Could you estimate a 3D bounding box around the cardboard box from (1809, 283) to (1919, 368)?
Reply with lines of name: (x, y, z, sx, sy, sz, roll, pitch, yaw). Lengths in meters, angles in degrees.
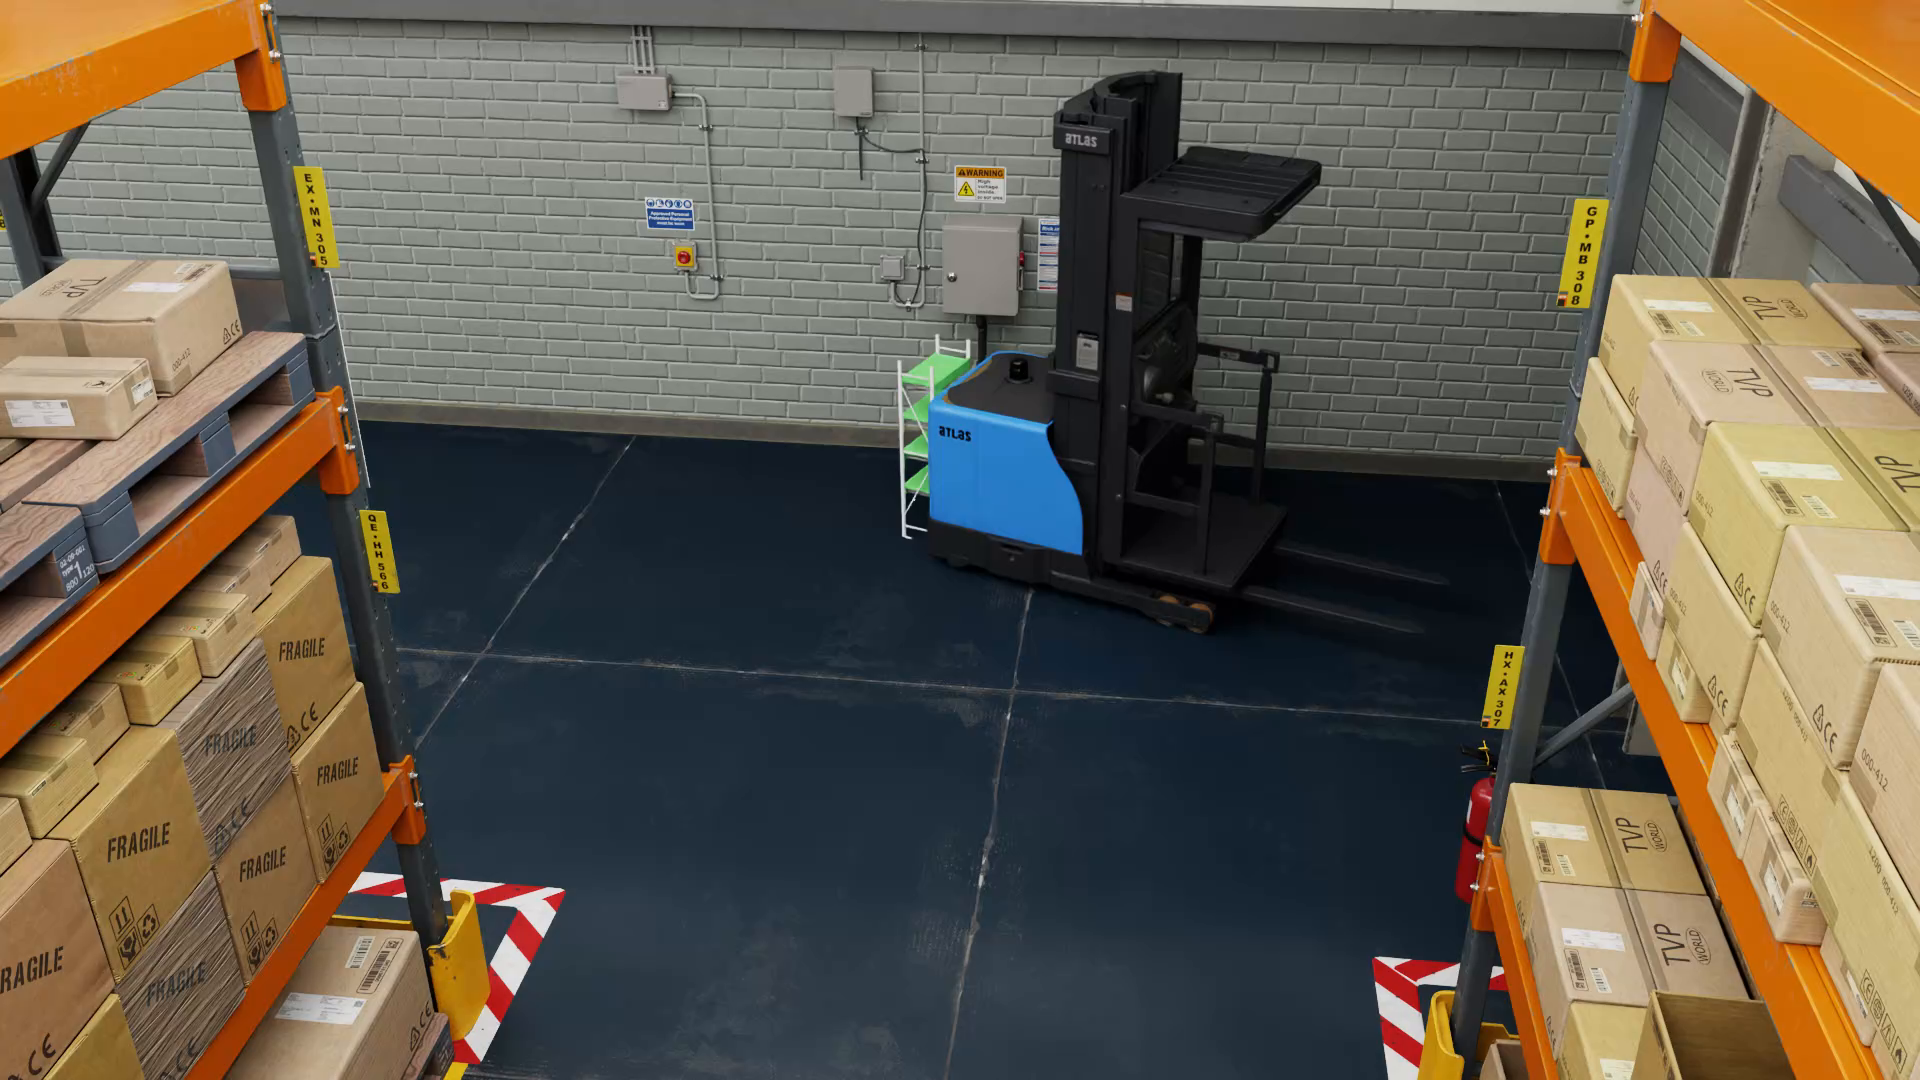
cardboard box: (2.576, -0.475, 4.415, 0.500, 0.250, 0.500, 3, 28, 5)

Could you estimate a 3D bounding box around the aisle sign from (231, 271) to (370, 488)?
aisle sign: (-2.257, -0.541, 5.644, 0.394, 0.787, 0.004, 3, 28, 6)

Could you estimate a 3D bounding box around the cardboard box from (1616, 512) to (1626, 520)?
cardboard box: (2.083, -0.168, 4.793, 0.380, 0.149, 0.250, 4, 29, 7)

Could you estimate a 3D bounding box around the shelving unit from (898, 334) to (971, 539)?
shelving unit: (-0.151, -0.630, 10.444, 0.258, 1.200, 0.503, 13, 31, 24)

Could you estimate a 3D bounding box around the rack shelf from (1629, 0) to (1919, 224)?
rack shelf: (2.108, -0.476, 2.700, 1.077, 0.370, 4.000, 3, 28, 6)

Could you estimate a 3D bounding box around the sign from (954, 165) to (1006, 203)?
sign: (0.132, -2.310, 10.797, 0.339, 0.242, 0.001, 3, 28, 6)

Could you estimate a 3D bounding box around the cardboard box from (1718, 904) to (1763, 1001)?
cardboard box: (2.496, 1.315, 4.783, 0.500, 0.250, 0.500, 3, 29, 6)

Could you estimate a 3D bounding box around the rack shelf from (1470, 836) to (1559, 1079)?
rack shelf: (2.108, 2.164, 4.122, 1.077, 0.370, 4.000, 3, 28, 6)

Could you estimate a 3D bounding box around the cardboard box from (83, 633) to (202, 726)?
cardboard box: (-2.446, 0.393, 4.806, 0.380, 0.149, 0.250, 4, 29, 7)

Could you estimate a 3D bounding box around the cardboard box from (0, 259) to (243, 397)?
cardboard box: (-2.539, -0.648, 5.029, 0.500, 0.250, 0.500, 1, 28, 2)

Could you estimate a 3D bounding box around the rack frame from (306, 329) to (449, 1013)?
rack frame: (-2.574, 0.619, 6.231, 1.000, 3.000, 0.127, 3, 28, 6)

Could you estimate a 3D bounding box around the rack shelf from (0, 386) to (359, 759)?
rack shelf: (-2.819, 0.556, 3.942, 1.077, 0.370, 4.000, 3, 28, 6)

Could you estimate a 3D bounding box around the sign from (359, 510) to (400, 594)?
sign: (-2.037, 0.043, 5.829, 0.100, 0.325, 0.005, 3, 28, 6)

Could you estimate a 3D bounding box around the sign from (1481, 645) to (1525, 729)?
sign: (1.815, 0.493, 5.552, 0.100, 0.325, 0.005, 3, 28, 6)

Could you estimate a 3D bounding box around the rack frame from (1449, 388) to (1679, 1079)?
rack frame: (2.353, 0.906, 5.699, 1.000, 3.000, 0.127, 3, 28, 6)

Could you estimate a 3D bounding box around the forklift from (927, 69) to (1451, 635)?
forklift: (1.347, -1.045, 9.392, 3.031, 2.935, 1.130, 14, 31, 24)

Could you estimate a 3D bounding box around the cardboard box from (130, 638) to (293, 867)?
cardboard box: (-2.431, 0.623, 5.063, 0.500, 0.500, 0.500, 3, 29, 6)

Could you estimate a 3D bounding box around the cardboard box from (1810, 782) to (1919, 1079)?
cardboard box: (1.801, 0.676, 2.807, 0.500, 0.250, 0.500, 4, 29, 7)

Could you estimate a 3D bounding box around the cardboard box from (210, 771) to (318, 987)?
cardboard box: (-2.446, 1.053, 5.320, 0.500, 0.500, 0.500, 3, 28, 5)

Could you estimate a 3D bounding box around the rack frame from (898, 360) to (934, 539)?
rack frame: (-0.261, -0.527, 10.252, 0.240, 1.200, 0.015, 13, 31, 24)

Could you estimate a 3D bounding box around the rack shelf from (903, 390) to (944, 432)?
rack shelf: (-0.152, -0.785, 10.361, 0.258, 0.148, 0.480, 13, 31, 24)

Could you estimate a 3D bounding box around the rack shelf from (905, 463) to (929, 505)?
rack shelf: (-0.148, -0.362, 10.587, 0.258, 0.148, 0.480, 13, 31, 24)

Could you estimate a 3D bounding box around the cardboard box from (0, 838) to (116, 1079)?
cardboard box: (-2.559, 1.092, 4.192, 0.500, 0.500, 0.500, 3, 28, 6)

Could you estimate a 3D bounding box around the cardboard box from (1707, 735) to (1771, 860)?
cardboard box: (1.799, 0.548, 3.464, 0.380, 0.149, 0.250, 3, 29, 6)

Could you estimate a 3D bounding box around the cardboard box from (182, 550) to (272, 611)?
cardboard box: (-2.426, 0.151, 5.256, 0.380, 0.149, 0.250, 4, 29, 7)

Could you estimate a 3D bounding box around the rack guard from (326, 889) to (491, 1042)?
rack guard: (-2.571, 1.708, 6.845, 1.175, 0.500, 0.348, 3, 28, 6)

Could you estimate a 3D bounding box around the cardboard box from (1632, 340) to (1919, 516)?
cardboard box: (1.968, -0.267, 4.031, 0.500, 0.250, 0.500, 3, 28, 6)

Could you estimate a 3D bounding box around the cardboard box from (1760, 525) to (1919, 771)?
cardboard box: (1.868, 0.210, 3.144, 0.500, 0.250, 0.500, 4, 29, 8)

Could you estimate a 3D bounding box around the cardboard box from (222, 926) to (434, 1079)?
cardboard box: (-2.555, 1.878, 6.151, 0.875, 0.438, 0.875, 2, 28, 4)

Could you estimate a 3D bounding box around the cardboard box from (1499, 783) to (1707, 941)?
cardboard box: (2.030, 1.039, 5.296, 0.500, 0.250, 0.500, 4, 29, 6)

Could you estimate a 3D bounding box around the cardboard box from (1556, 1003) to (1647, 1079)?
cardboard box: (1.910, 1.515, 4.412, 0.500, 0.250, 0.500, 3, 28, 5)

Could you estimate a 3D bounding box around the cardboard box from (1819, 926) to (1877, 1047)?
cardboard box: (1.810, 0.793, 3.010, 0.380, 0.149, 0.250, 4, 29, 7)

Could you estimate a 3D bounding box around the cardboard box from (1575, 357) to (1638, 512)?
cardboard box: (2.027, -0.287, 4.594, 0.500, 0.250, 0.500, 3, 28, 6)

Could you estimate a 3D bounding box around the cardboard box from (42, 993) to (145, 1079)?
cardboard box: (-2.550, 1.539, 4.417, 0.500, 0.500, 0.500, 4, 29, 8)

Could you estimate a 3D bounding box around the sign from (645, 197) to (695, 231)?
sign: (-1.946, -2.187, 11.155, 0.327, 0.218, 0.001, 3, 28, 6)

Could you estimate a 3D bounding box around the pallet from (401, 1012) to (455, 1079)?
pallet: (-2.594, 2.227, 6.185, 1.003, 0.211, 1.213, 3, 28, 6)

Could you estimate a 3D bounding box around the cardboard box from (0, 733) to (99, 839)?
cardboard box: (-2.521, 0.633, 4.360, 0.380, 0.149, 0.250, 4, 29, 7)

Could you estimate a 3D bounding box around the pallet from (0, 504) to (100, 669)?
pallet: (-2.801, 0.263, 3.822, 1.003, 0.211, 1.213, 3, 28, 6)

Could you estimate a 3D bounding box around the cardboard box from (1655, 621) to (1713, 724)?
cardboard box: (1.871, 0.312, 3.903, 0.380, 0.149, 0.250, 3, 28, 6)

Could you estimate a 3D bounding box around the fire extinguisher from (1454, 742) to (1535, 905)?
fire extinguisher: (1.912, 1.008, 5.984, 0.296, 0.674, 0.183, 3, 28, 6)

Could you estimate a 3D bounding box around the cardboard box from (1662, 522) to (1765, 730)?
cardboard box: (1.911, 0.194, 3.702, 0.500, 0.250, 0.500, 3, 28, 5)

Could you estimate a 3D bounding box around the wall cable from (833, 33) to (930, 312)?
wall cable: (-0.497, -2.407, 10.776, 0.588, 1.984, 0.122, 3, 28, 6)
